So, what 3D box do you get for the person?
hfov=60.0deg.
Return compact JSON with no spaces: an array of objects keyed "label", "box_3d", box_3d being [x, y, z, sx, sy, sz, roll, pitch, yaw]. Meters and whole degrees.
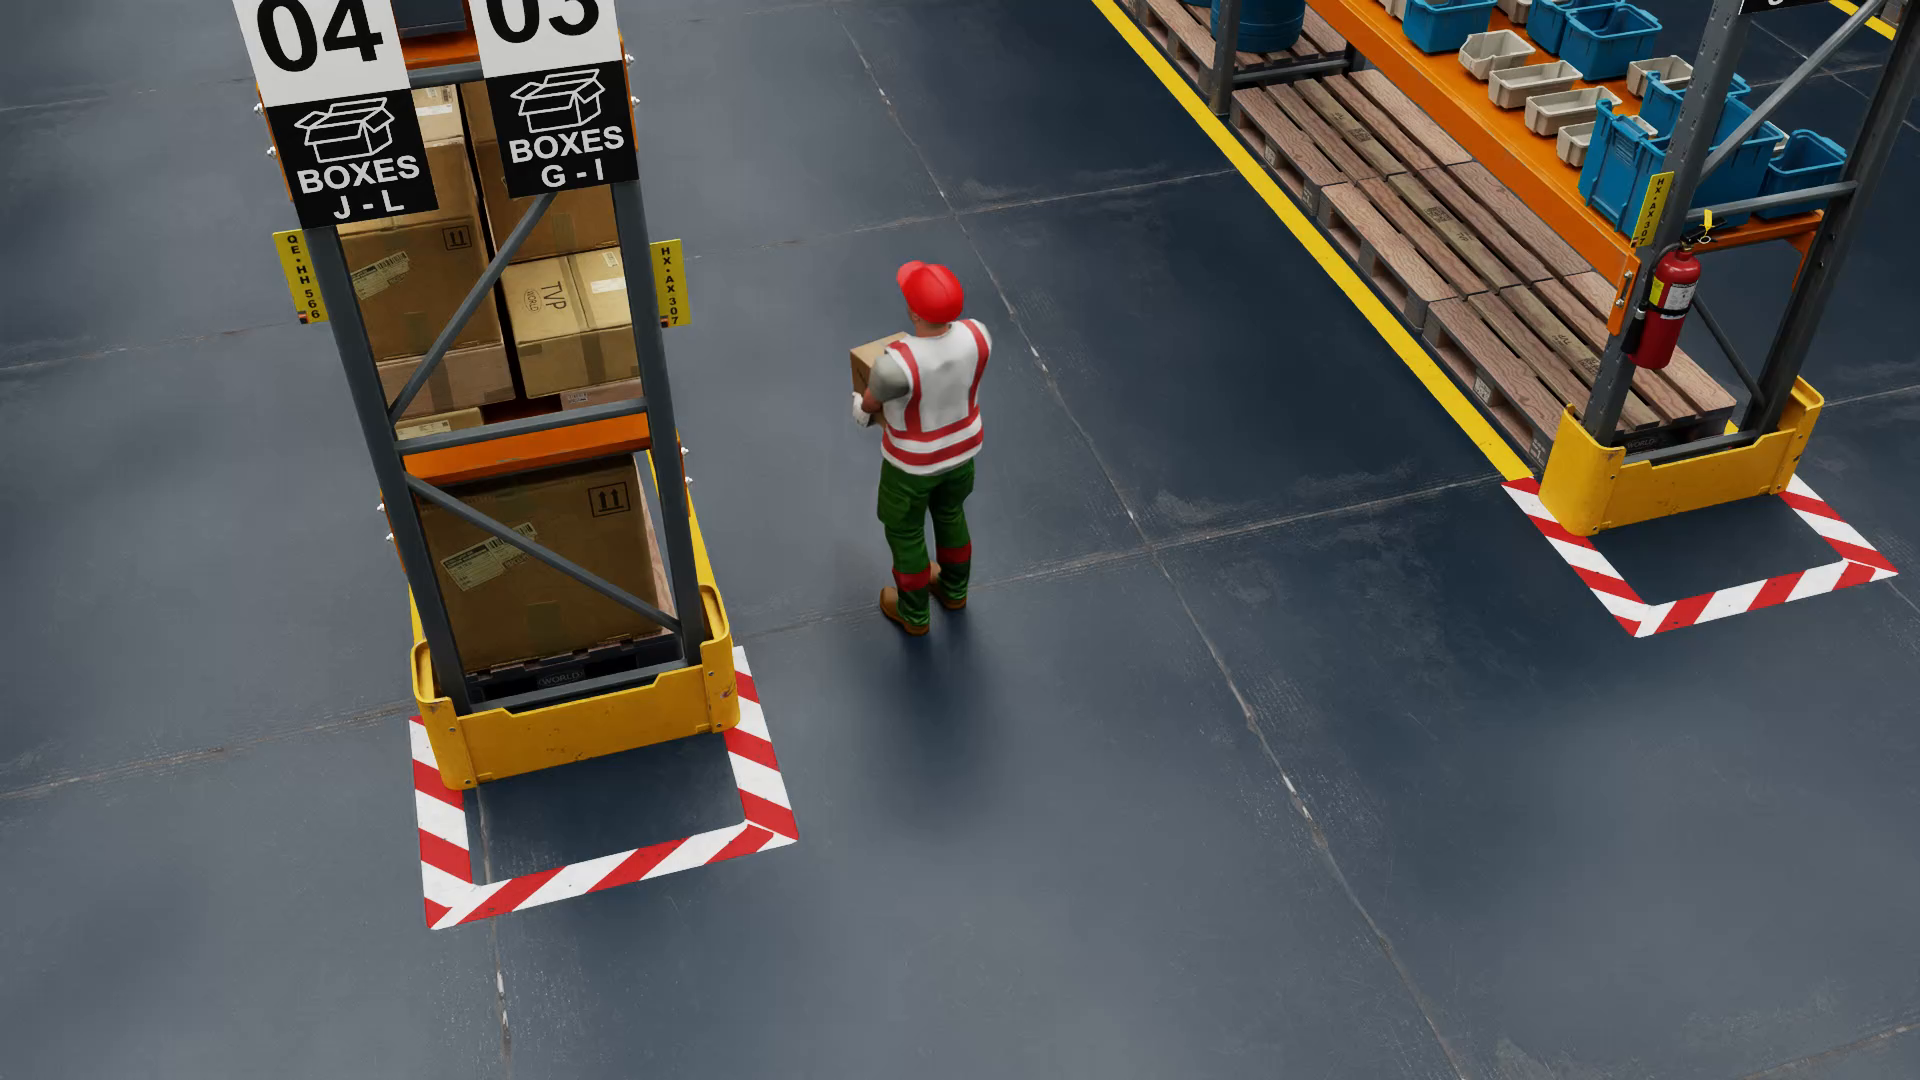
[{"label":"person","box_3d":[-0.177,-0.403,6.597,0.494,1.782,0.573,-23,47,-23]}]
